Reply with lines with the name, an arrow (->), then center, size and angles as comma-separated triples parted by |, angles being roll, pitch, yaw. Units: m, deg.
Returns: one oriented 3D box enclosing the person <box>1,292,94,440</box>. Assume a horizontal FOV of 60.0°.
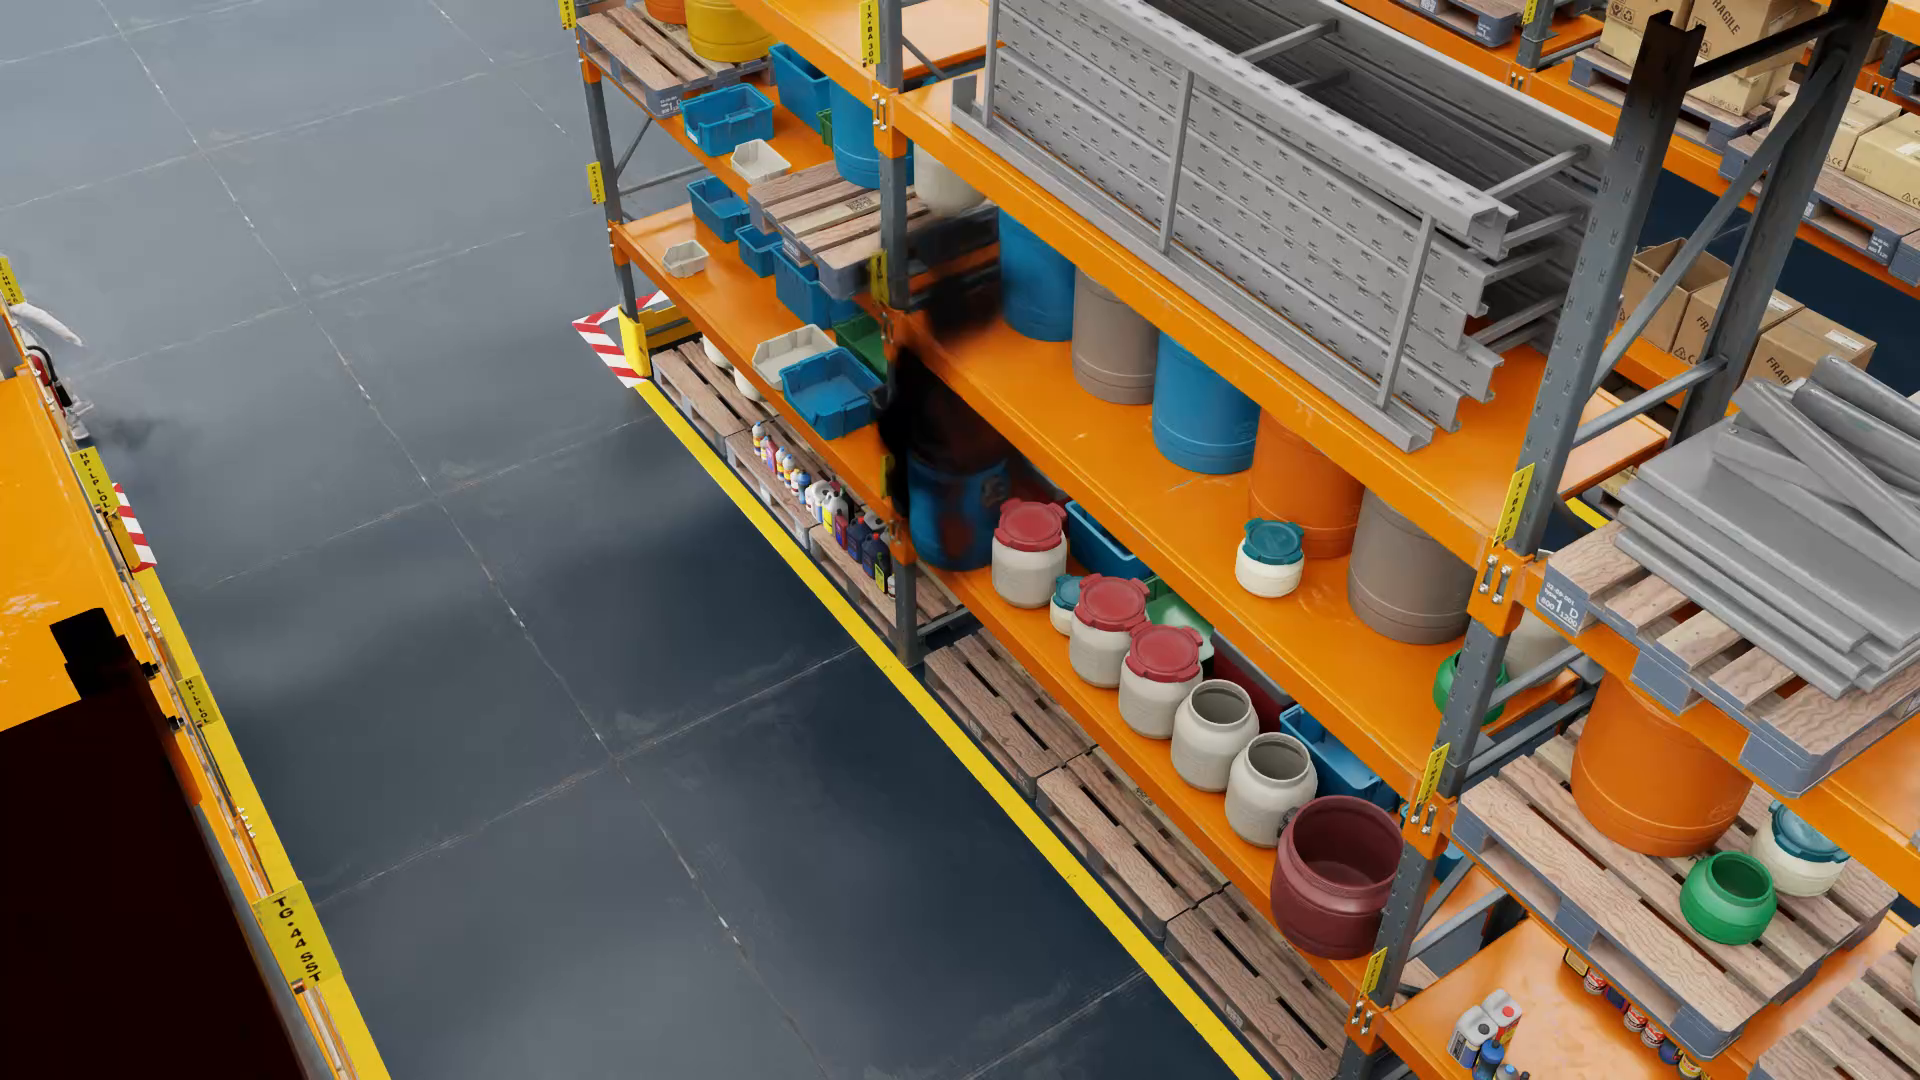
person -> -6.915, -1.366, 12.112 | 0.625, 1.608, 0.773 | 29, 50, 28
